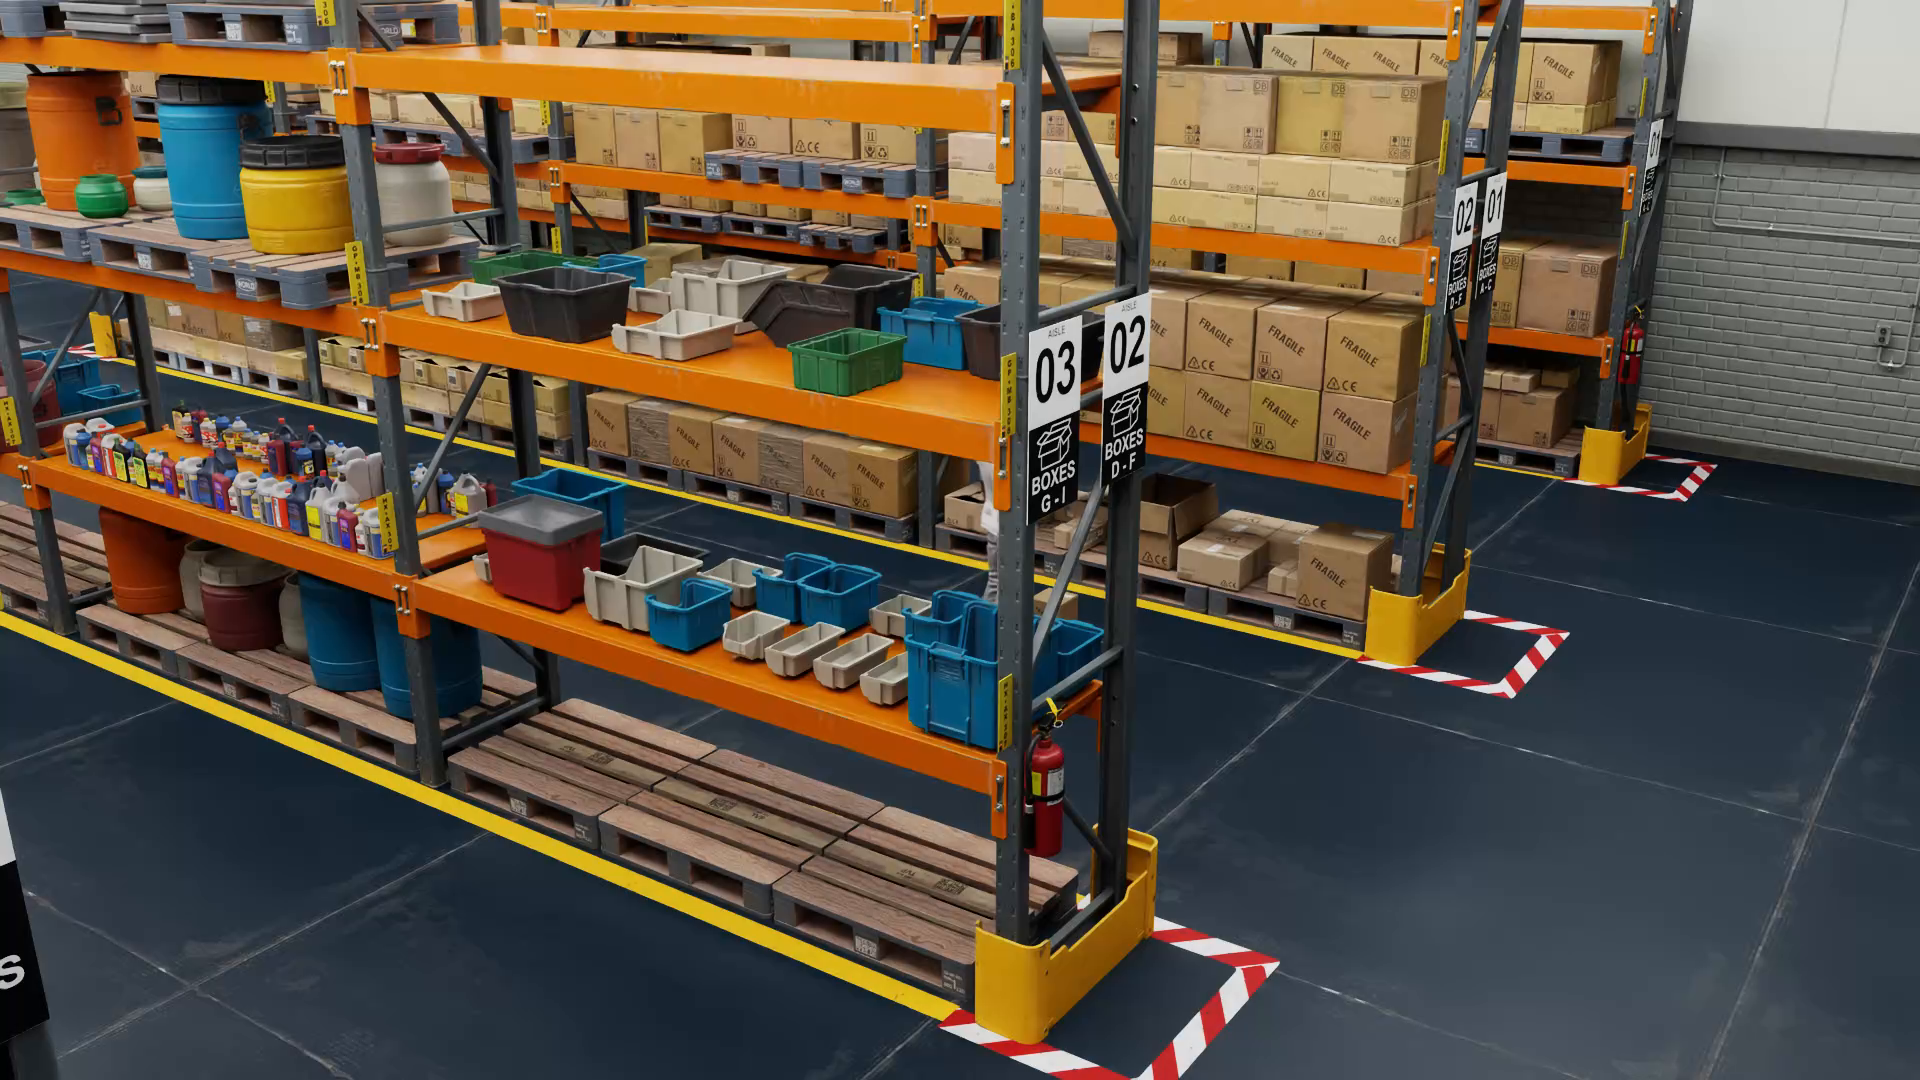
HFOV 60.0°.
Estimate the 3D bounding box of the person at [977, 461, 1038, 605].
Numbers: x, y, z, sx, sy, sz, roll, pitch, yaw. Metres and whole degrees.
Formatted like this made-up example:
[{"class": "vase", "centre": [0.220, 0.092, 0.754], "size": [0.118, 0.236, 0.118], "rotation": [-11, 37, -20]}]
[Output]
[{"class": "person", "centre": [0.323, -0.067, 11.171], "size": [0.381, 1.783, 0.575], "rotation": [-10, 22, -26]}]
